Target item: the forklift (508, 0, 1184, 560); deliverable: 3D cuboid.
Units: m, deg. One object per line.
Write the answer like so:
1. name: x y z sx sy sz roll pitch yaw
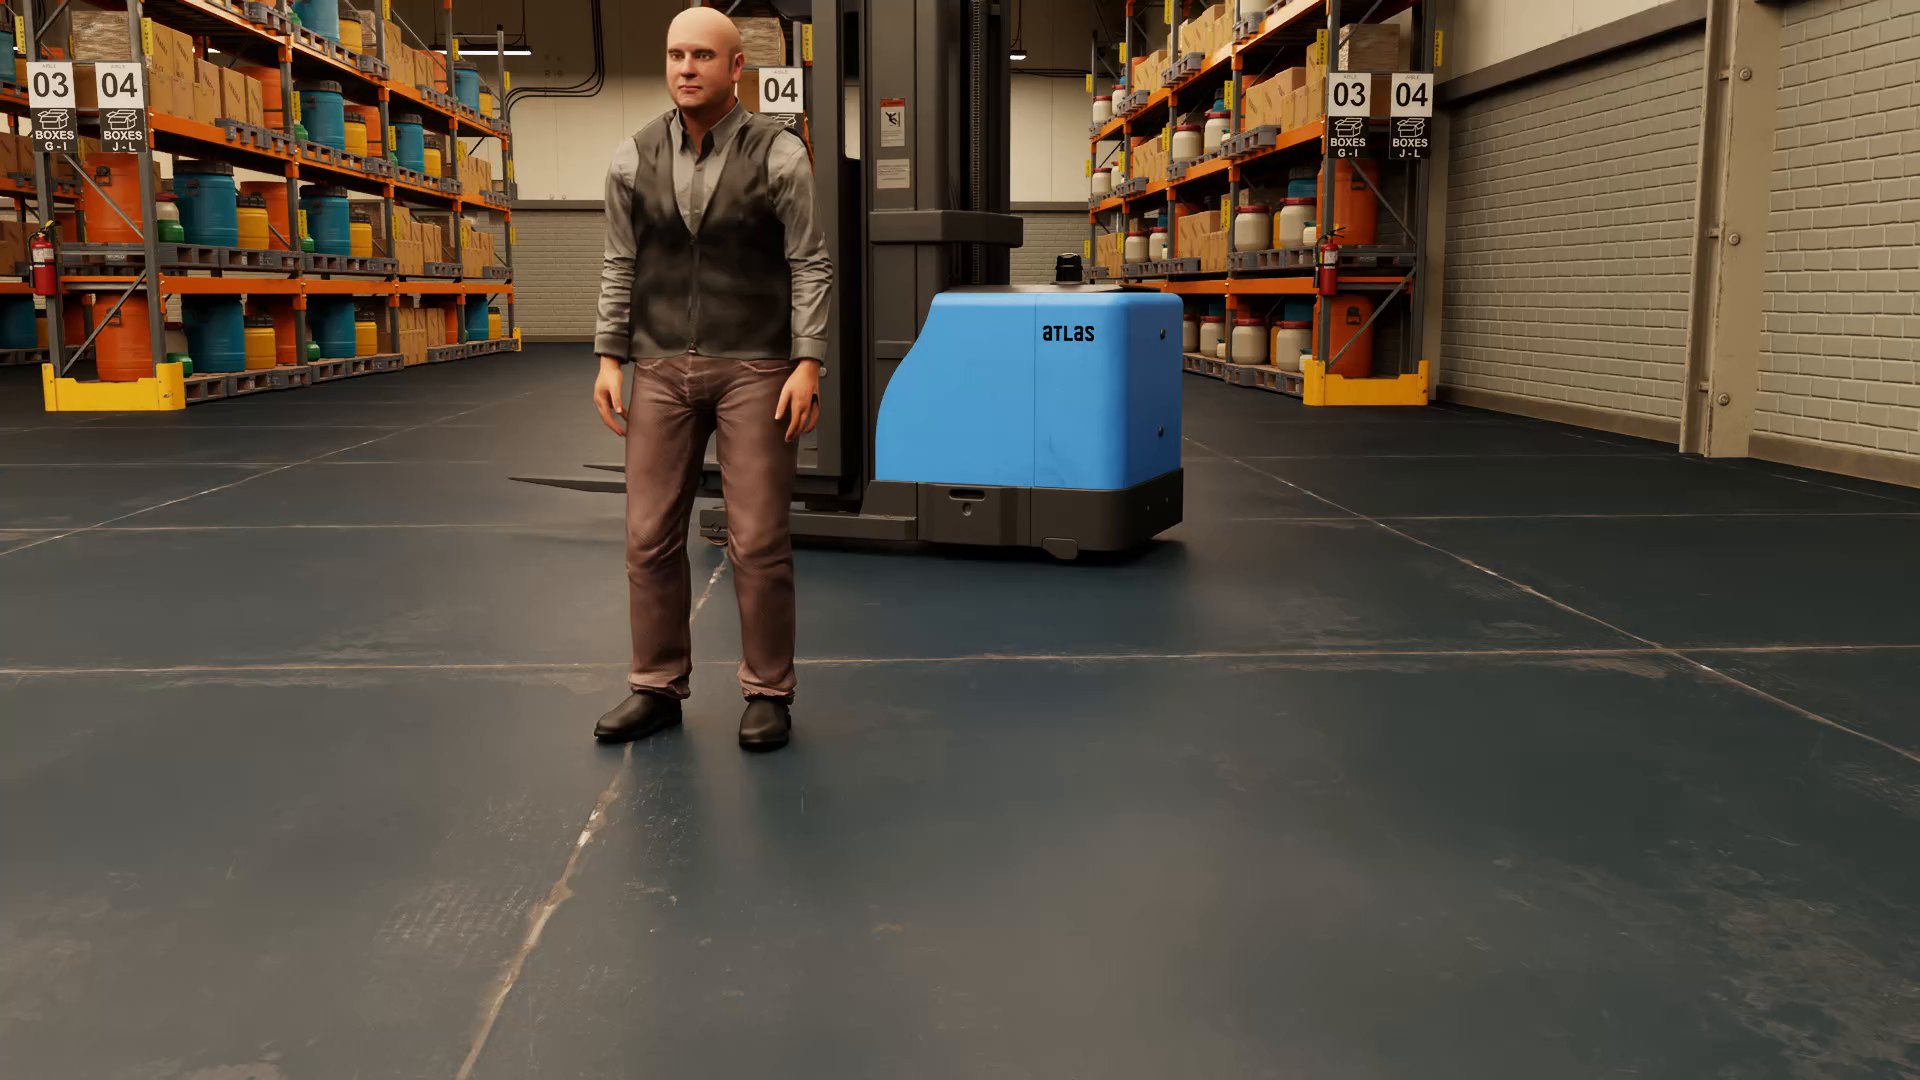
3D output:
1. forklift: -0.581 -1.484 7.323 3.031 2.935 1.130 3 9 21

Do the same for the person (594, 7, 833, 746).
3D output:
1. person: -0.590 -0.380 4.014 0.580 1.721 0.415 2 9 12
